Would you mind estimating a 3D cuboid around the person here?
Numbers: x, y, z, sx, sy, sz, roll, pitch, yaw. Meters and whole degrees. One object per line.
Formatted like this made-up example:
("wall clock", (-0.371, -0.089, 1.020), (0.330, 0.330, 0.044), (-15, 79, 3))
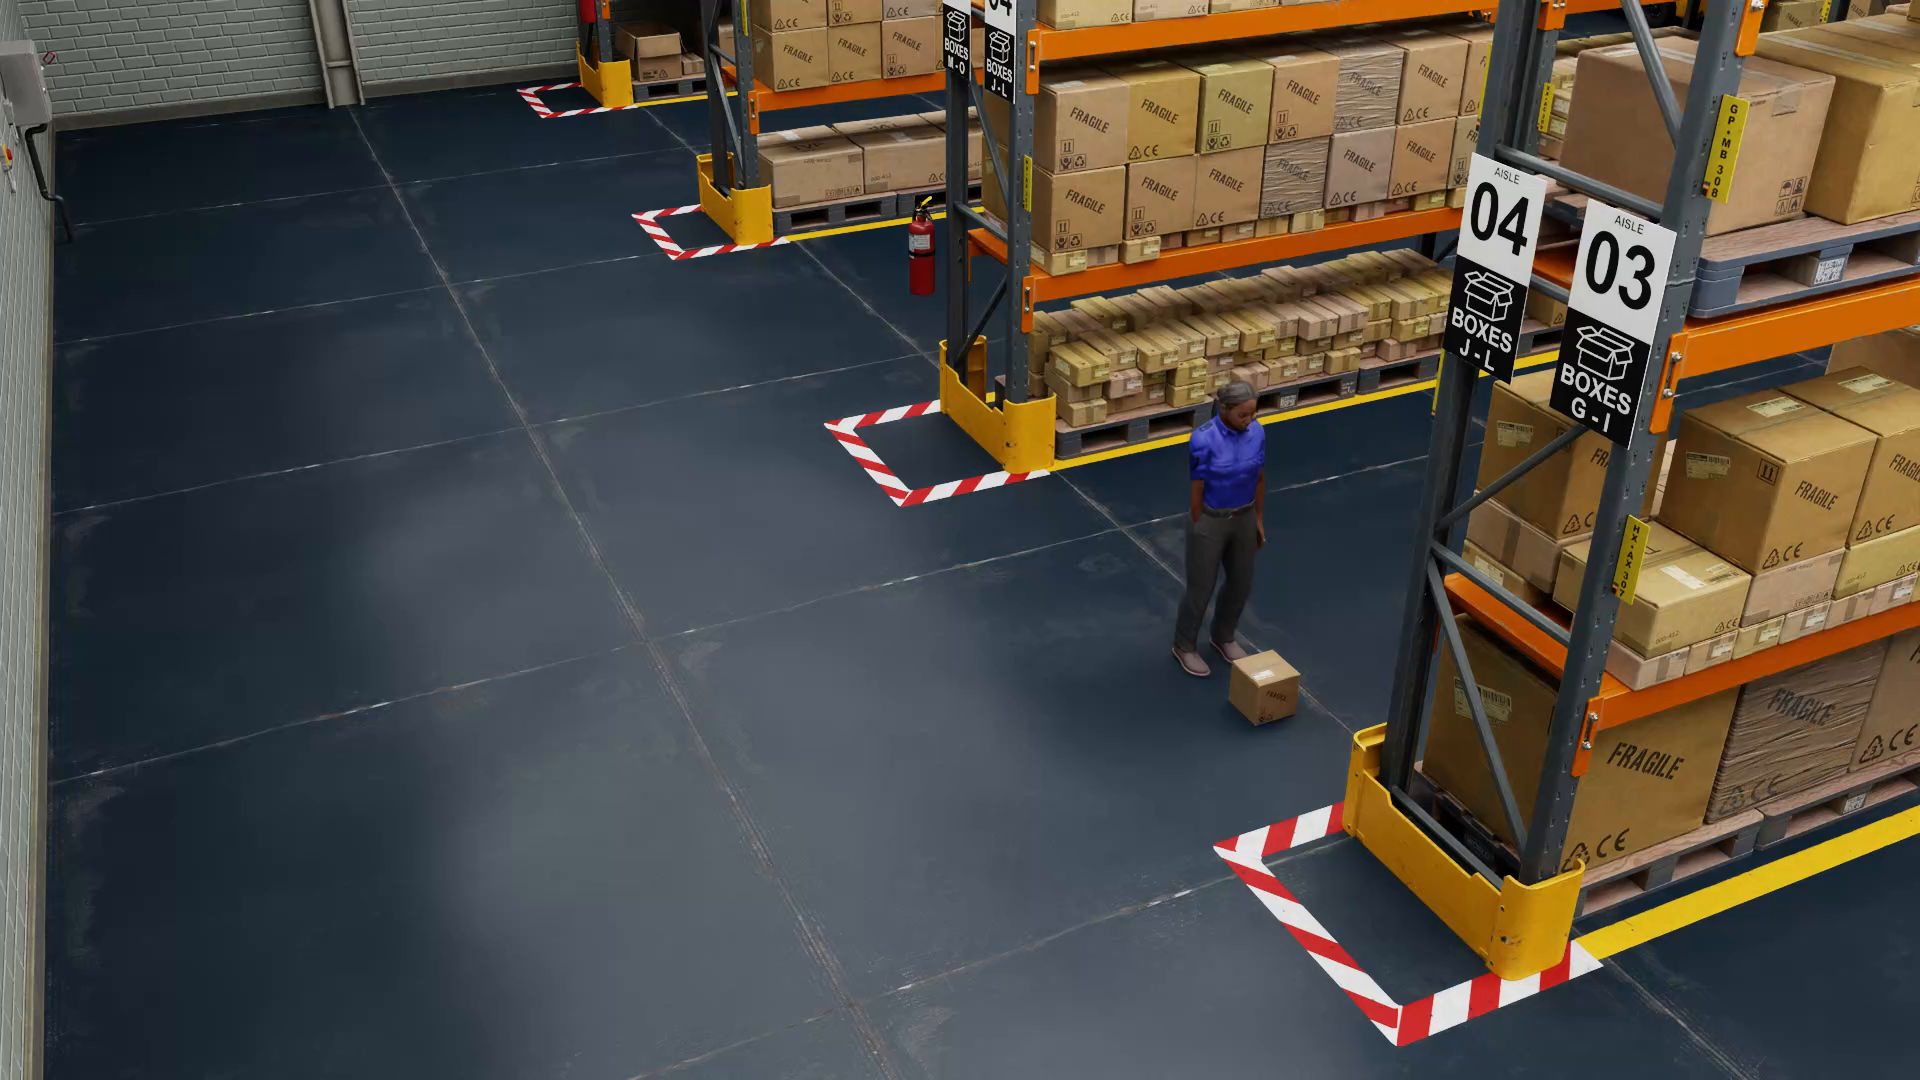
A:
("person", (1.368, -0.074, 8.594), (0.431, 1.652, 0.302), (-13, 32, -21))
